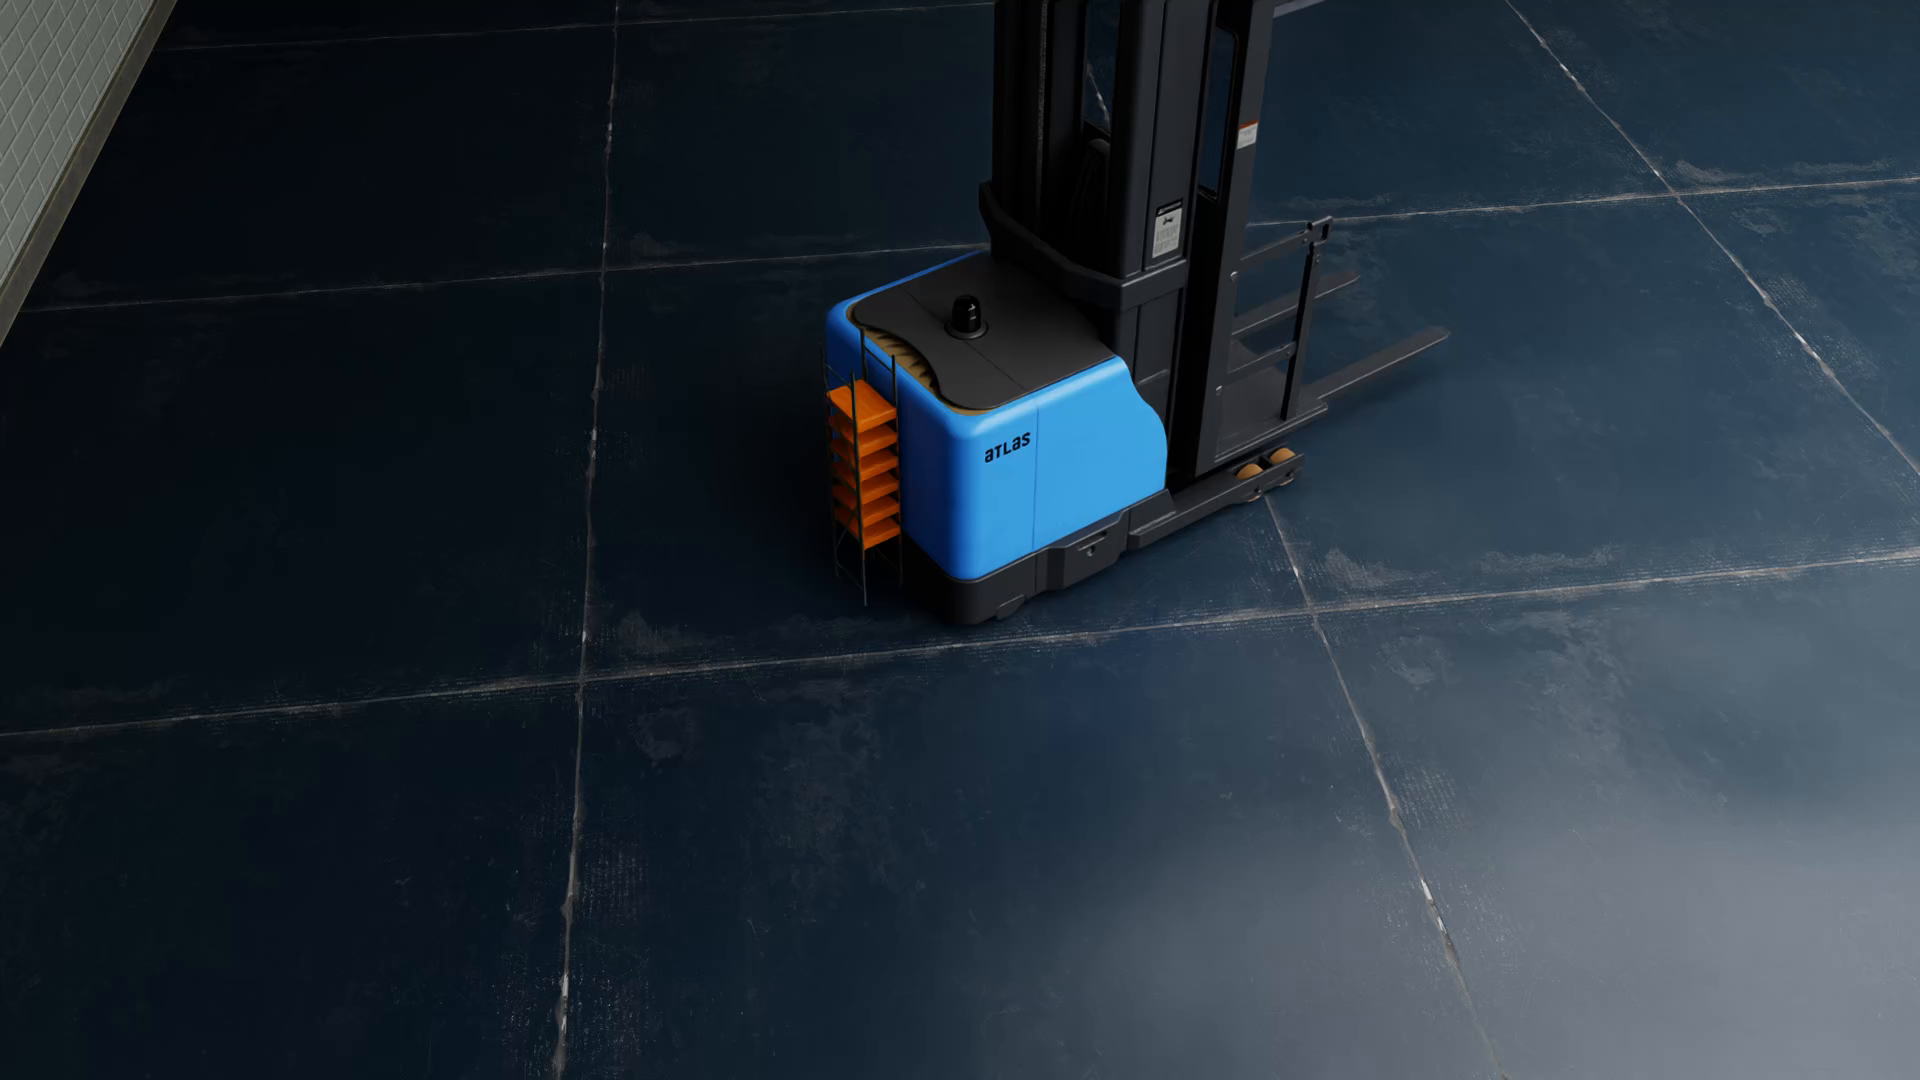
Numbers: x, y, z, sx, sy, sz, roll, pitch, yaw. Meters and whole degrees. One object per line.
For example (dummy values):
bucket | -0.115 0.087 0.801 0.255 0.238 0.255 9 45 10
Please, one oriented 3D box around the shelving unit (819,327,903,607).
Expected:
shelving unit | -0.386 -0.269 6.652 0.189 1.200 0.258 -25 48 -25

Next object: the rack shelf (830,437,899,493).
rack shelf | -0.386 -0.325 6.602 0.180 0.103 0.258 -25 48 -25

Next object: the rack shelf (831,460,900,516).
rack shelf | -0.386 -0.236 6.682 0.180 0.103 0.258 -25 48 -25

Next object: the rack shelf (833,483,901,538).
rack shelf | -0.386 -0.147 6.762 0.180 0.103 0.258 -25 48 -25

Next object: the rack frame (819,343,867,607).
rack frame | -0.461 -0.234 6.613 0.006 1.200 0.240 -25 48 -25

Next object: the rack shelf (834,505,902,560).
rack shelf | -0.386 -0.058 6.843 0.180 0.103 0.258 -25 48 -25

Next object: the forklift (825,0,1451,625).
forklift | 0.940 -1.528 6.756 3.031 2.935 1.130 -25 48 -25

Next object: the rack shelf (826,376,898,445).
rack shelf | -0.386 -0.503 6.441 0.180 0.103 0.258 -25 48 -25

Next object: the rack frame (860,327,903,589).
rack frame | -0.311 -0.304 6.691 0.006 1.200 0.240 -25 48 -25

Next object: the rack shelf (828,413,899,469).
rack shelf | -0.386 -0.414 6.521 0.180 0.103 0.258 -25 48 -25
